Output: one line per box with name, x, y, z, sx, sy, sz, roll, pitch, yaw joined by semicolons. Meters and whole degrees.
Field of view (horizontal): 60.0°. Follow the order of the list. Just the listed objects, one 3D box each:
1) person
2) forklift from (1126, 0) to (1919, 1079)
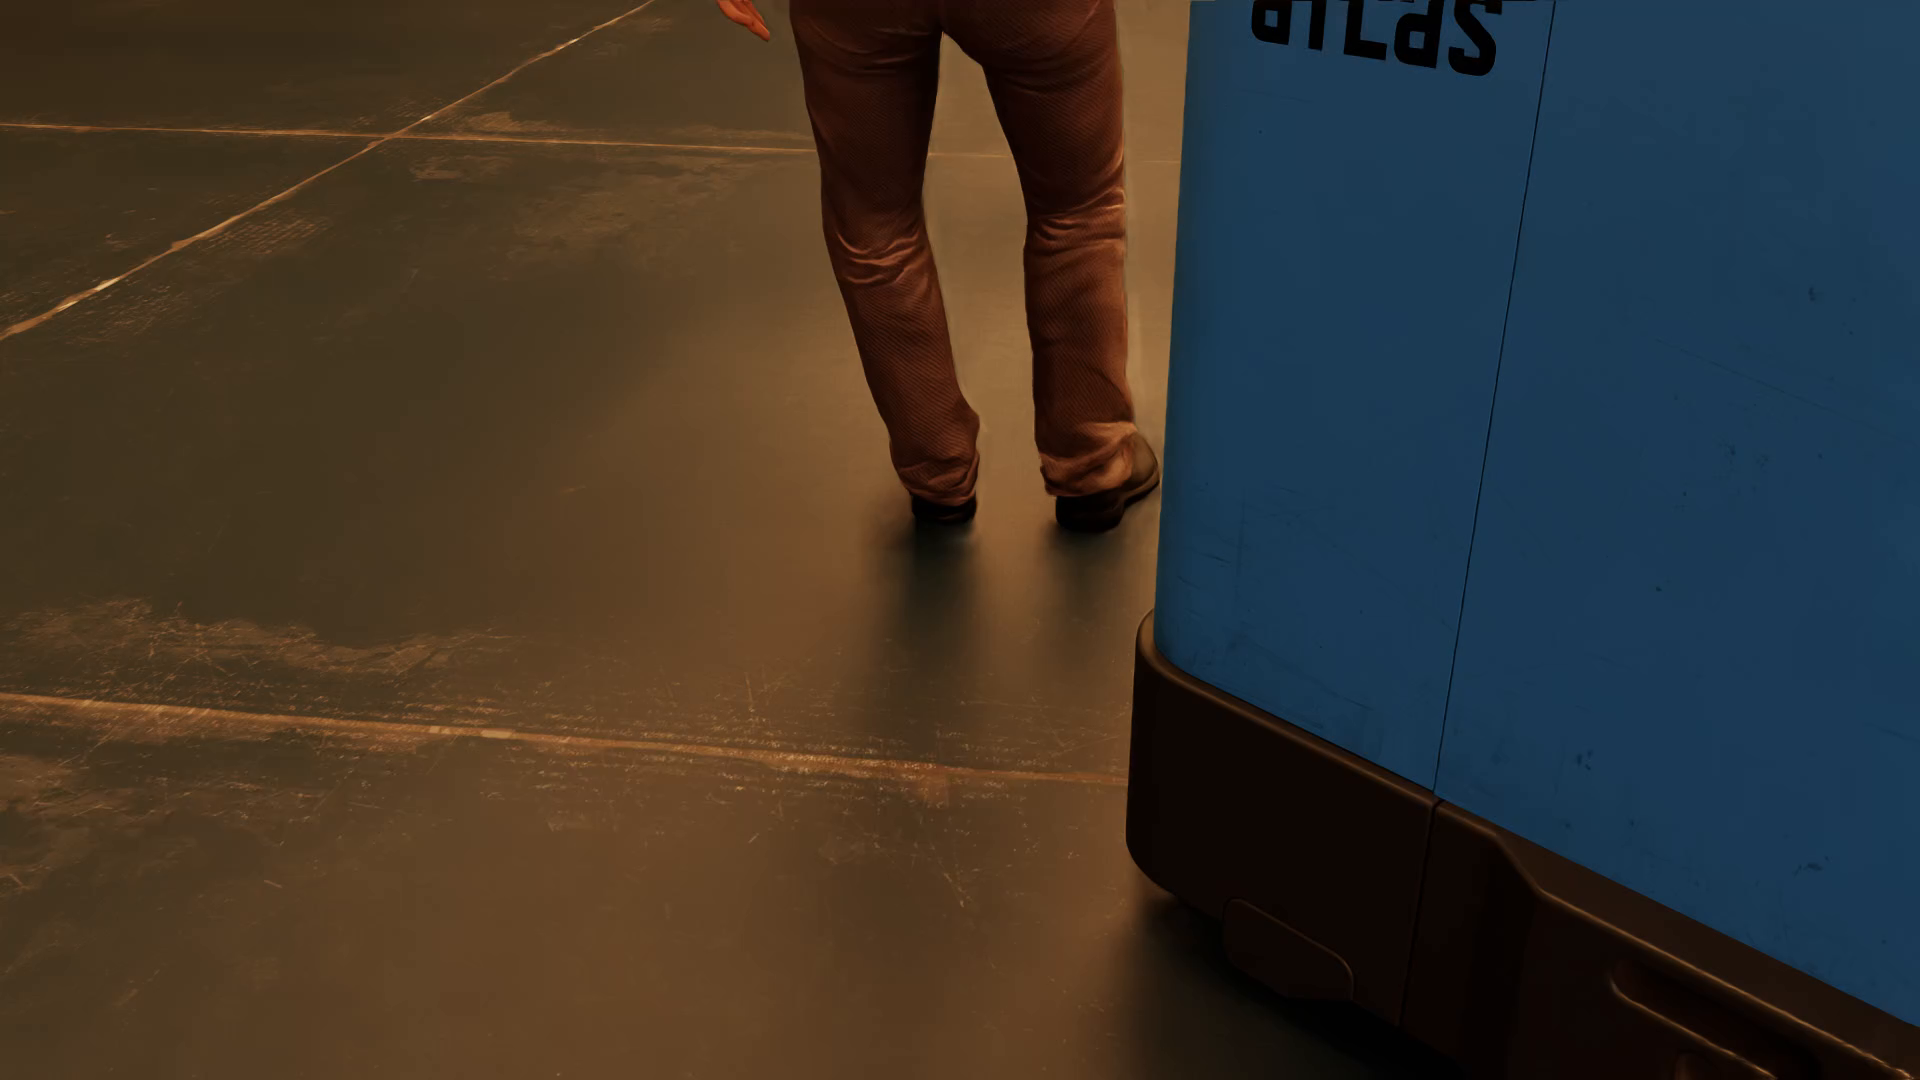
person;-0.005;-0.794;2.213;0.712;1.711;0.496;2;27;4
forklift;1.552;-0.609;0.438;1.130;2.935;3.031;-23;35;-38
